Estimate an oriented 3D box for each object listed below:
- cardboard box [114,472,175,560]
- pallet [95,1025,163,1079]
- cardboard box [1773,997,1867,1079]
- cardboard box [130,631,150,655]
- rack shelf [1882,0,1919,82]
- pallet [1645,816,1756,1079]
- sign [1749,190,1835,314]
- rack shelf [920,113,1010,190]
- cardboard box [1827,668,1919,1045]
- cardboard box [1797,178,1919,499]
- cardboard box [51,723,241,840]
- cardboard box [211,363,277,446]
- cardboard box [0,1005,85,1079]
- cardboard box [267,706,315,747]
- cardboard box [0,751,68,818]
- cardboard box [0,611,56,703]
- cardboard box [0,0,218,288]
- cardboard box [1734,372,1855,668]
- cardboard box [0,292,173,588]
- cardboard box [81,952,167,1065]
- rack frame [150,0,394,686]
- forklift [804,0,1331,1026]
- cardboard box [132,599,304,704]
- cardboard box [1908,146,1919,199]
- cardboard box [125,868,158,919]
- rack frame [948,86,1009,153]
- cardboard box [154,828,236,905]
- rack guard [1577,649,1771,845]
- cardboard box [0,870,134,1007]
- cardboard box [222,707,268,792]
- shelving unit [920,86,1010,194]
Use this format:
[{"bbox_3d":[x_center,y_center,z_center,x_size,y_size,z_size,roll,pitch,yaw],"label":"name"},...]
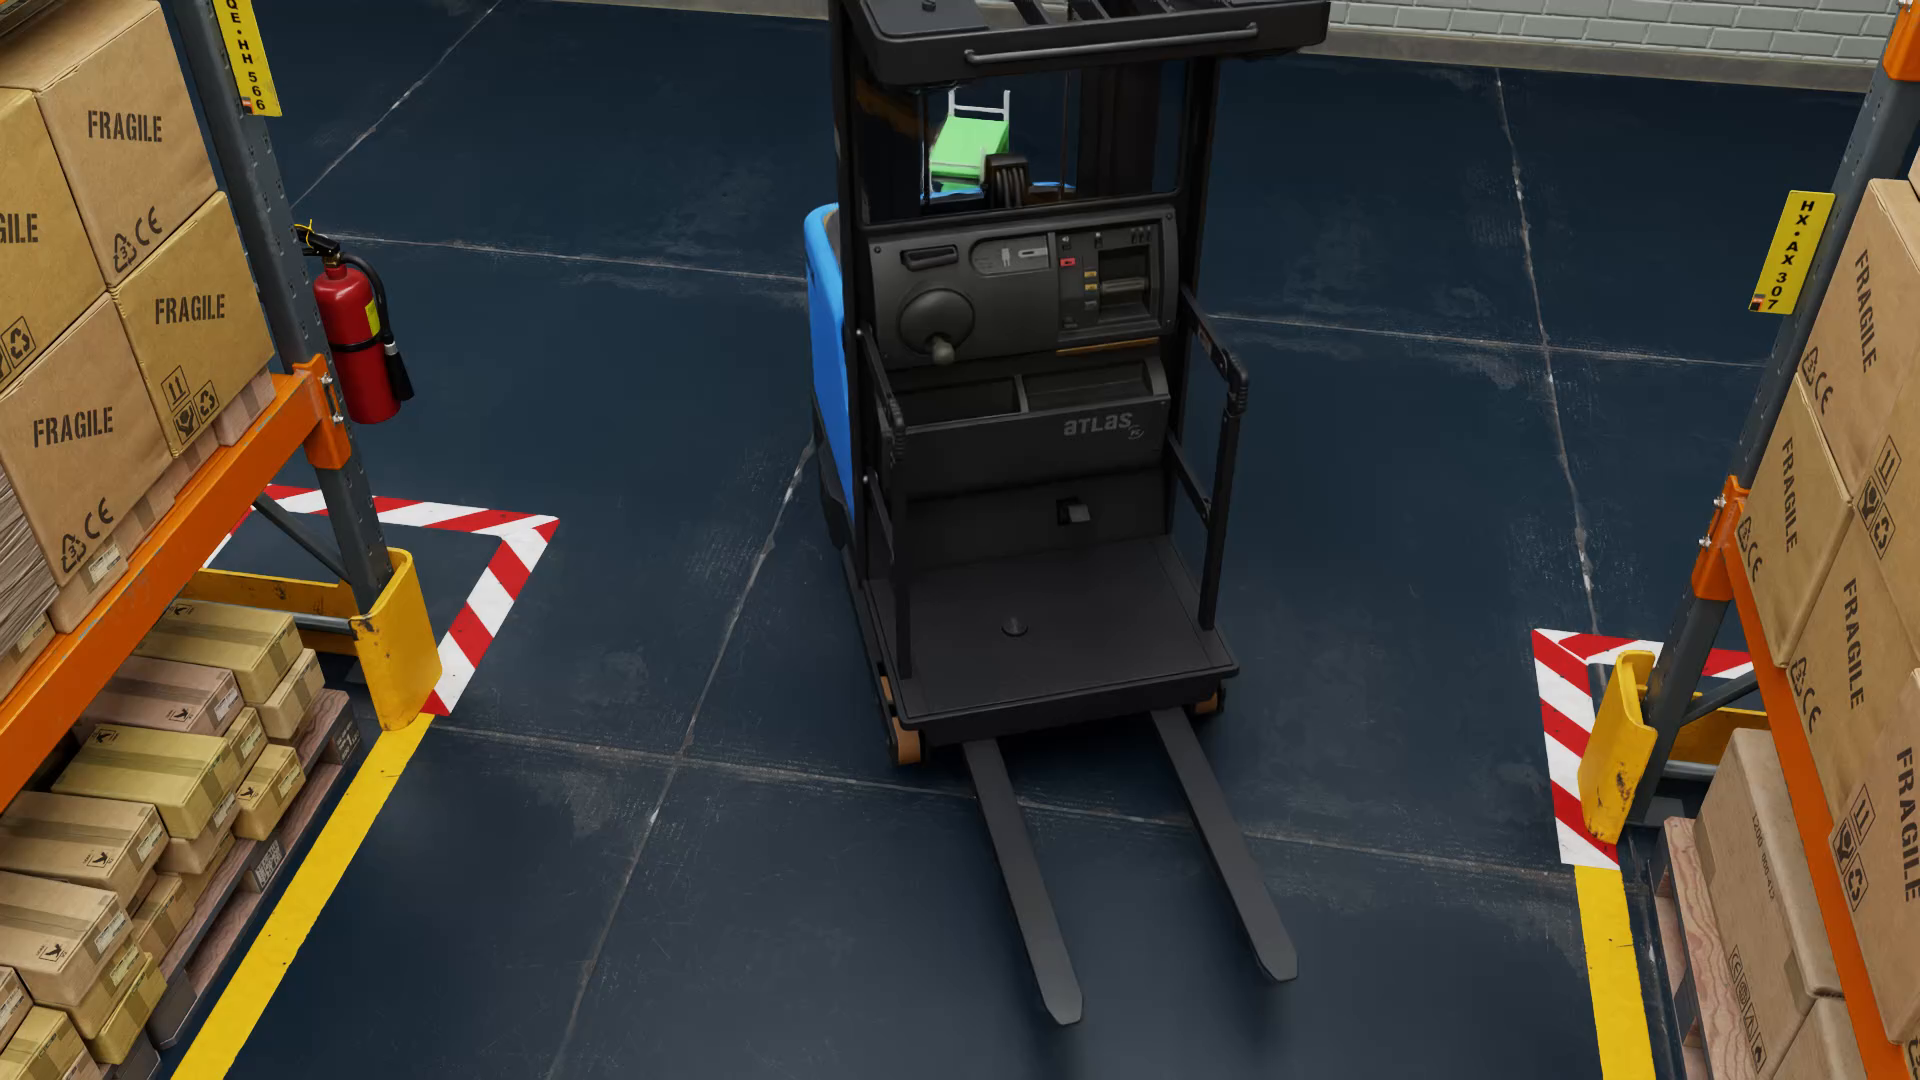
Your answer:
[{"bbox_3d":[-2.243,-0.095,4.208,0.380,0.149,0.250,6,40,7],"label":"cardboard box"},{"bbox_3d":[-2.759,1.653,4.085,1.003,0.211,1.213,6,40,8],"label":"pallet"},{"bbox_3d":[2.370,1.570,3.678,0.875,0.438,0.875,7,40,9],"label":"cardboard box"},{"bbox_3d":[-2.700,0.384,5.106,0.380,0.149,0.250,8,40,10],"label":"cardboard box"},{"bbox_3d":[2.190,0.120,1.961,1.077,0.370,4.000,6,40,8],"label":"rack shelf"},{"bbox_3d":[2.475,1.329,4.477,1.003,0.211,1.213,6,40,8],"label":"pallet"},{"bbox_3d":[1.990,-0.685,3.983,0.100,0.325,0.005,6,40,8],"label":"sign"},{"bbox_3d":[0.024,-1.473,6.437,0.258,0.148,0.480,7,40,9],"label":"rack shelf"},{"bbox_3d":[2.004,0.613,3.077,0.500,0.500,0.500,6,40,7],"label":"cardboard box"},{"bbox_3d":[2.172,-0.410,3.529,0.500,0.500,0.500,6,40,7],"label":"cardboard box"},{"bbox_3d":[-2.219,0.657,4.542,0.380,0.149,0.250,6,40,7],"label":"cardboard box"},{"bbox_3d":[-2.135,-0.406,4.584,0.380,0.149,0.250,6,40,8],"label":"cardboard box"},{"bbox_3d":[-2.395,1.258,4.049,0.380,0.149,0.250,8,40,10],"label":"cardboard box"},{"bbox_3d":[-2.243,0.552,5.137,0.380,0.149,0.250,7,40,8],"label":"cardboard box"},{"bbox_3d":[-2.759,0.713,4.708,0.380,0.149,0.250,7,40,8],"label":"cardboard box"},{"bbox_3d":[-2.339,0.230,3.815,0.380,0.149,0.250,5,40,6],"label":"cardboard box"},{"bbox_3d":[-2.191,-0.963,3.964,0.500,0.500,0.500,6,40,7],"label":"cardboard box"},{"bbox_3d":[2.170,-0.025,3.848,0.500,0.500,0.500,6,40,7],"label":"cardboard box"},{"bbox_3d":[-2.275,-0.259,3.897,0.500,0.500,0.500,6,40,7],"label":"cardboard box"},{"bbox_3d":[-2.330,1.204,4.348,0.380,0.149,0.250,5,40,6],"label":"cardboard box"},{"bbox_3d":[-2.357,-0.739,4.789,1.000,3.000,0.127,6,40,8],"label":"rack frame"},{"bbox_3d":[0.247,-0.672,4.763,1.130,2.935,3.031,-8,40,-10],"label":"forklift"},{"bbox_3d":[-2.199,0.329,4.939,0.380,0.149,0.250,7,40,8],"label":"cardboard box"},{"bbox_3d":[2.202,-0.738,3.416,0.380,0.149,0.250,7,40,9],"label":"cardboard box"},{"bbox_3d":[-2.403,0.930,4.446,0.380,0.149,0.250,6,40,7],"label":"cardboard box"},{"bbox_3d":[0.073,-1.305,6.886,0.240,1.200,0.015,7,40,9],"label":"rack frame"},{"bbox_3d":[-2.318,0.880,4.739,0.380,0.149,0.250,6,40,7],"label":"cardboard box"},{"bbox_3d":[2.540,0.692,5.021,1.175,0.500,0.348,6,40,8],"label":"rack guard"},{"bbox_3d":[-2.318,0.987,4.143,0.380,0.149,0.250,8,40,9],"label":"cardboard box"},{"bbox_3d":[-2.265,0.604,4.839,0.380,0.149,0.250,6,40,7],"label":"cardboard box"},{"bbox_3d":[0.024,-1.152,6.702,0.258,1.200,0.503,7,40,9],"label":"shelving unit"}]
